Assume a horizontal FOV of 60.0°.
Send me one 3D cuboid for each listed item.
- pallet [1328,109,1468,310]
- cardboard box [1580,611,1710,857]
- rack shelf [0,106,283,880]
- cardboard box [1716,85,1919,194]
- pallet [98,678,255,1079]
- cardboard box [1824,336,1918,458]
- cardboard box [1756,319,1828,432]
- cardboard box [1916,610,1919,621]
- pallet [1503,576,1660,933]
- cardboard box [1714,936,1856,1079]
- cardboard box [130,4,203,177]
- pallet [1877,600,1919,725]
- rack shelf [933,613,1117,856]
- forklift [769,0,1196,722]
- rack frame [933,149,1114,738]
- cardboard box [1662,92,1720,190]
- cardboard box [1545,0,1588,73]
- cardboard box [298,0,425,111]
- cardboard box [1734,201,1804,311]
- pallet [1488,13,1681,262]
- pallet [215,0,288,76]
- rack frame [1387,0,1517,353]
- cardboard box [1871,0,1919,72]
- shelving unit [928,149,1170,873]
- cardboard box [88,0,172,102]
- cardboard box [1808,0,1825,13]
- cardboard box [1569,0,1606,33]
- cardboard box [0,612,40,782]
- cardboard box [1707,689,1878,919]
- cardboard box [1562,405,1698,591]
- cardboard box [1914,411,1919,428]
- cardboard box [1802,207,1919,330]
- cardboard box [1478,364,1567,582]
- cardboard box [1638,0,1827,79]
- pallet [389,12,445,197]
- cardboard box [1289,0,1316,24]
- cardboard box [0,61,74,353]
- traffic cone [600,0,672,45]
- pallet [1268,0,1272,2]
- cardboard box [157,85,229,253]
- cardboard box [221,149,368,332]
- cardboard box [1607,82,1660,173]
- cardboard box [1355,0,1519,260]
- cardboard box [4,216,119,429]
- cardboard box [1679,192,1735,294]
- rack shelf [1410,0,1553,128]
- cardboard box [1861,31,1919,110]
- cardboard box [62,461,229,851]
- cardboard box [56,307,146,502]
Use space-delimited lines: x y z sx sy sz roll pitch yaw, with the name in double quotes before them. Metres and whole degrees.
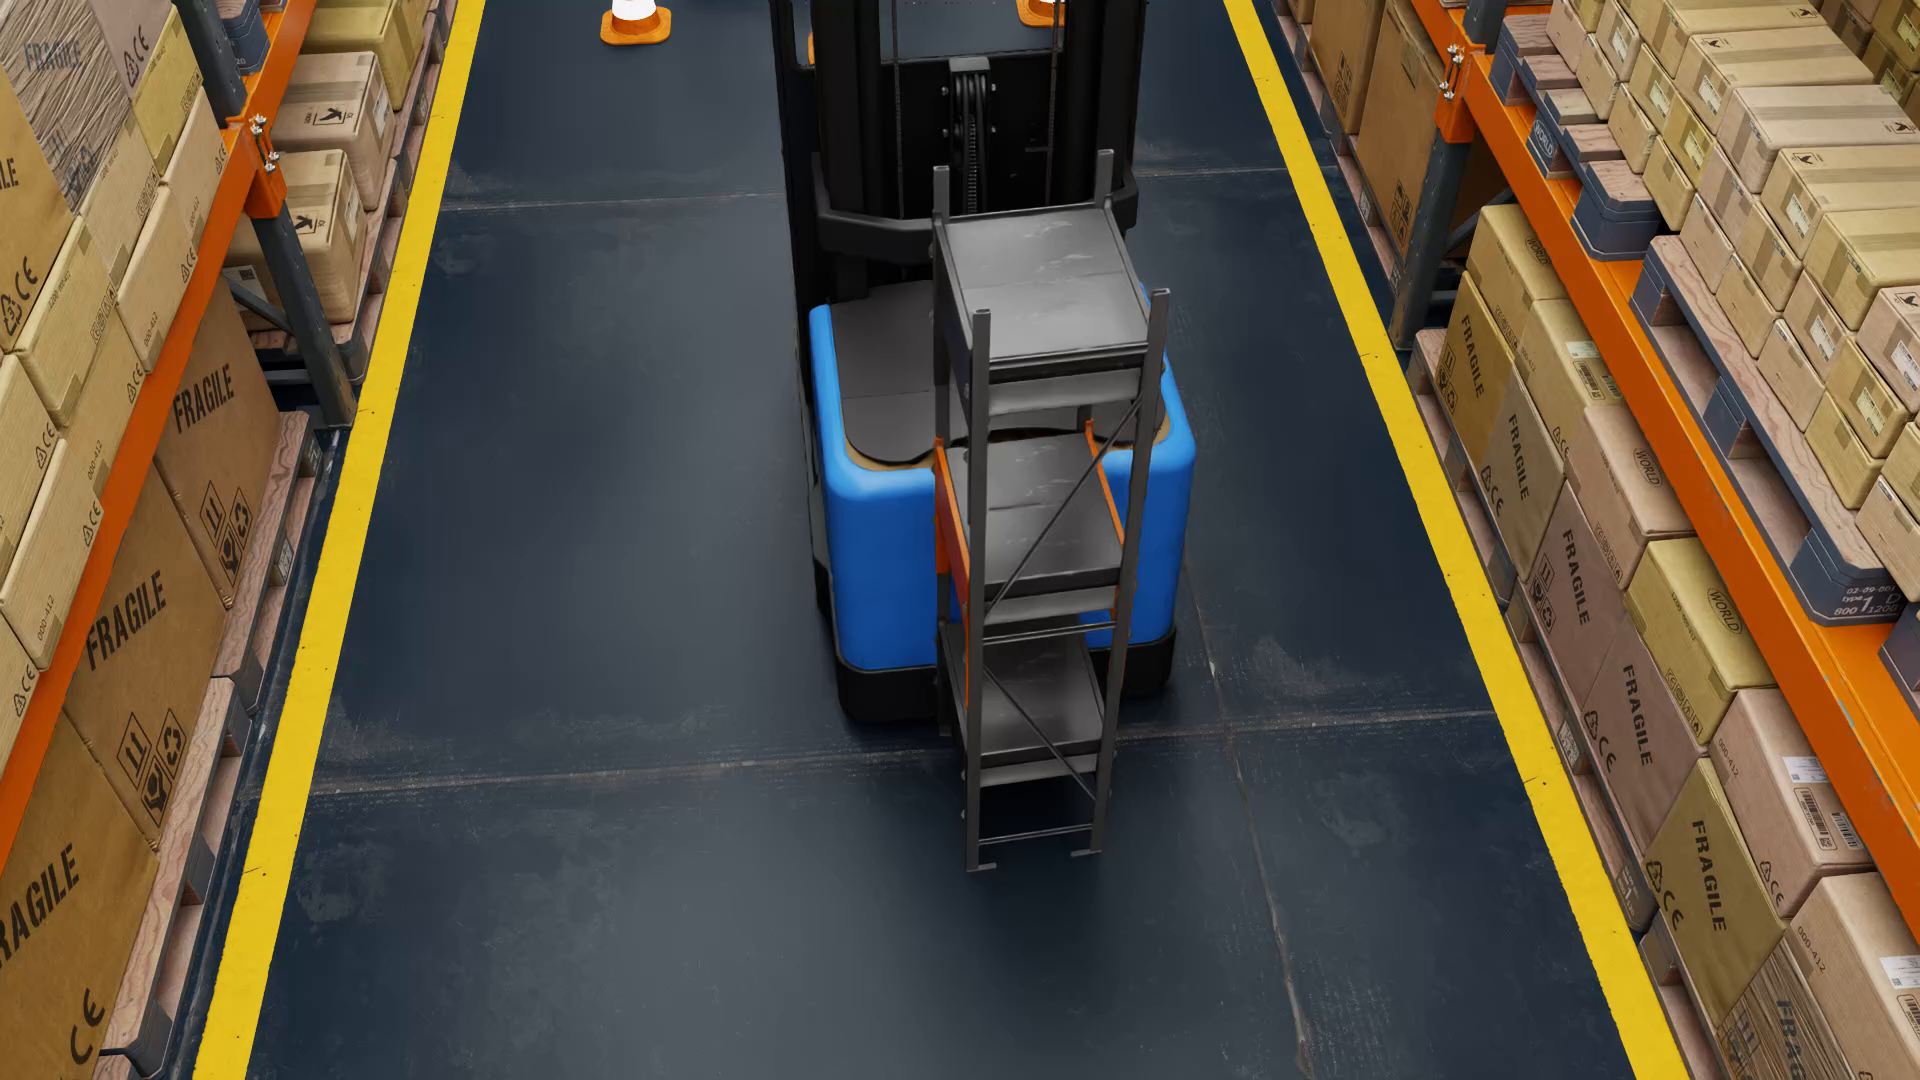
"pallet" 2.188 -1.447 6.975 1.003 0.211 1.213 -3 47 -3
"cardboard box" 2.120 0.516 4.628 0.500 0.500 0.500 -4 47 -4
"rack shelf" -2.578 0.238 3.955 1.077 0.370 4.000 -3 47 -3
"cardboard box" 2.112 -0.988 4.094 0.380 0.149 0.250 -2 47 -1
"pallet" -2.655 0.958 4.698 1.003 0.211 1.213 -3 47 -3
"cardboard box" 2.170 -0.327 3.672 0.380 0.149 0.250 -3 47 -3
"cardboard box" 2.149 -0.405 3.952 0.380 0.149 0.250 -5 47 -5
"cardboard box" 2.222 0.180 3.397 0.380 0.149 0.250 -6 47 -5
"pallet" 2.342 0.574 5.061 1.003 0.211 1.213 -3 47 -3
"cardboard box" 2.201 1.258 3.925 0.500 0.500 0.500 -4 47 -4
"cardboard box" -2.451 -1.242 4.619 0.500 0.250 0.500 -4 47 -3
"pallet" 2.595 0.567 3.279 1.003 0.211 1.213 -3 47 -3
"rack shelf" 0.175 0.535 4.773 0.431 0.518 0.480 -7 48 -7
"forklift" -0.036 -1.527 5.178 1.130 2.935 3.031 -5 47 -5
"rack frame" 0.136 -0.124 4.407 0.400 2.100 0.015 -7 48 -7
"cardboard box" 2.091 -1.058 4.365 0.380 0.149 0.250 -3 47 -3
"cardboard box" 2.015 -1.553 5.039 0.380 0.149 0.250 -4 47 -4
"cardboard box" -2.910 -2.189 7.278 0.950 0.372 0.625 -2 47 -2
"cardboard box" 2.129 -0.698 4.024 0.380 0.149 0.250 -4 47 -4
"pallet" 2.345 -1.256 5.005 1.213 0.211 1.003 -3 47 -3
"pallet" -2.911 -1.900 5.616 1.213 0.211 1.003 -3 47 -3
"rack frame" 2.179 -1.831 5.418 1.000 3.000 0.127 -3 47 -3
"cardboard box" 2.718 -1.395 4.480 0.380 0.149 0.250 -2 47 -2
"shelving unit" 0.178 0.054 4.246 0.431 2.100 0.503 -7 48 -7
"cardboard box" -2.441 -1.477 4.325 0.500 0.500 0.500 -5 47 -4
"cardboard box" 2.674 -1.661 4.936 0.380 0.149 0.250 -3 47 -2
"cardboard box" 2.020 -1.629 4.906 0.380 0.149 0.250 -2 47 -2
"cardboard box" -2.256 0.408 3.401 0.500 0.250 0.500 -4 47 -4
"cardboard box" 2.170 0.624 4.009 0.500 0.250 0.500 -1 47 -1
"cardboard box" 2.067 -0.134 4.727 0.500 0.250 0.500 -3 47 -3
"cardboard box" 2.204 -0.227 3.373 0.380 0.149 0.250 -5 47 -5
"cardboard box" 2.153 -0.616 3.741 0.380 0.149 0.250 -4 47 -4
"cardboard box" 2.030 -0.225 5.329 0.500 0.500 0.500 -3 47 -3
"cardboard box" 2.066 -1.375 4.461 0.380 0.149 0.250 -4 47 -4
"pallet" -2.908 -1.944 7.446 1.003 0.211 1.213 -3 47 -3
"cardboard box" 2.063 -2.954 7.742 1.050 0.750 0.750 -3 47 -3
"cardboard box" -2.355 -0.746 3.633 0.500 0.500 0.500 -3 47 -3
"traffic cone" -1.581 -2.667 7.957 0.336 0.463 0.334 -3 47 -3
"pallet" 1.984 -3.212 8.647 1.003 0.211 1.213 -3 47 -3
"cardboard box" -2.444 -1.055 4.787 0.500 0.250 0.500 -5 47 -5
"cardboard box" -2.782 -1.107 6.253 0.950 0.372 0.625 -6 47 -6
"cardboard box" 2.061 -1.164 4.670 0.380 0.149 0.250 -1 47 -1
"cardboard box" 2.218 -1.648 6.505 1.050 0.750 0.750 -4 47 -4
"cardboard box" -2.342 -0.502 3.919 0.500 0.250 0.500 -5 47 -4
"cardboard box" 2.110 -0.776 4.303 0.380 0.149 0.250 -2 47 -2
"rack shelf" 2.012 -3.030 7.050 1.077 0.370 4.000 -3 47 -3
"cardboard box" 2.723 -1.278 4.573 0.380 0.149 0.250 -2 47 -2
"cardboard box" -2.700 0.280 4.593 0.875 0.875 0.875 -3 47 -3
"cardboard box" -2.360 -0.321 4.092 0.500 0.250 0.500 -4 47 -4
